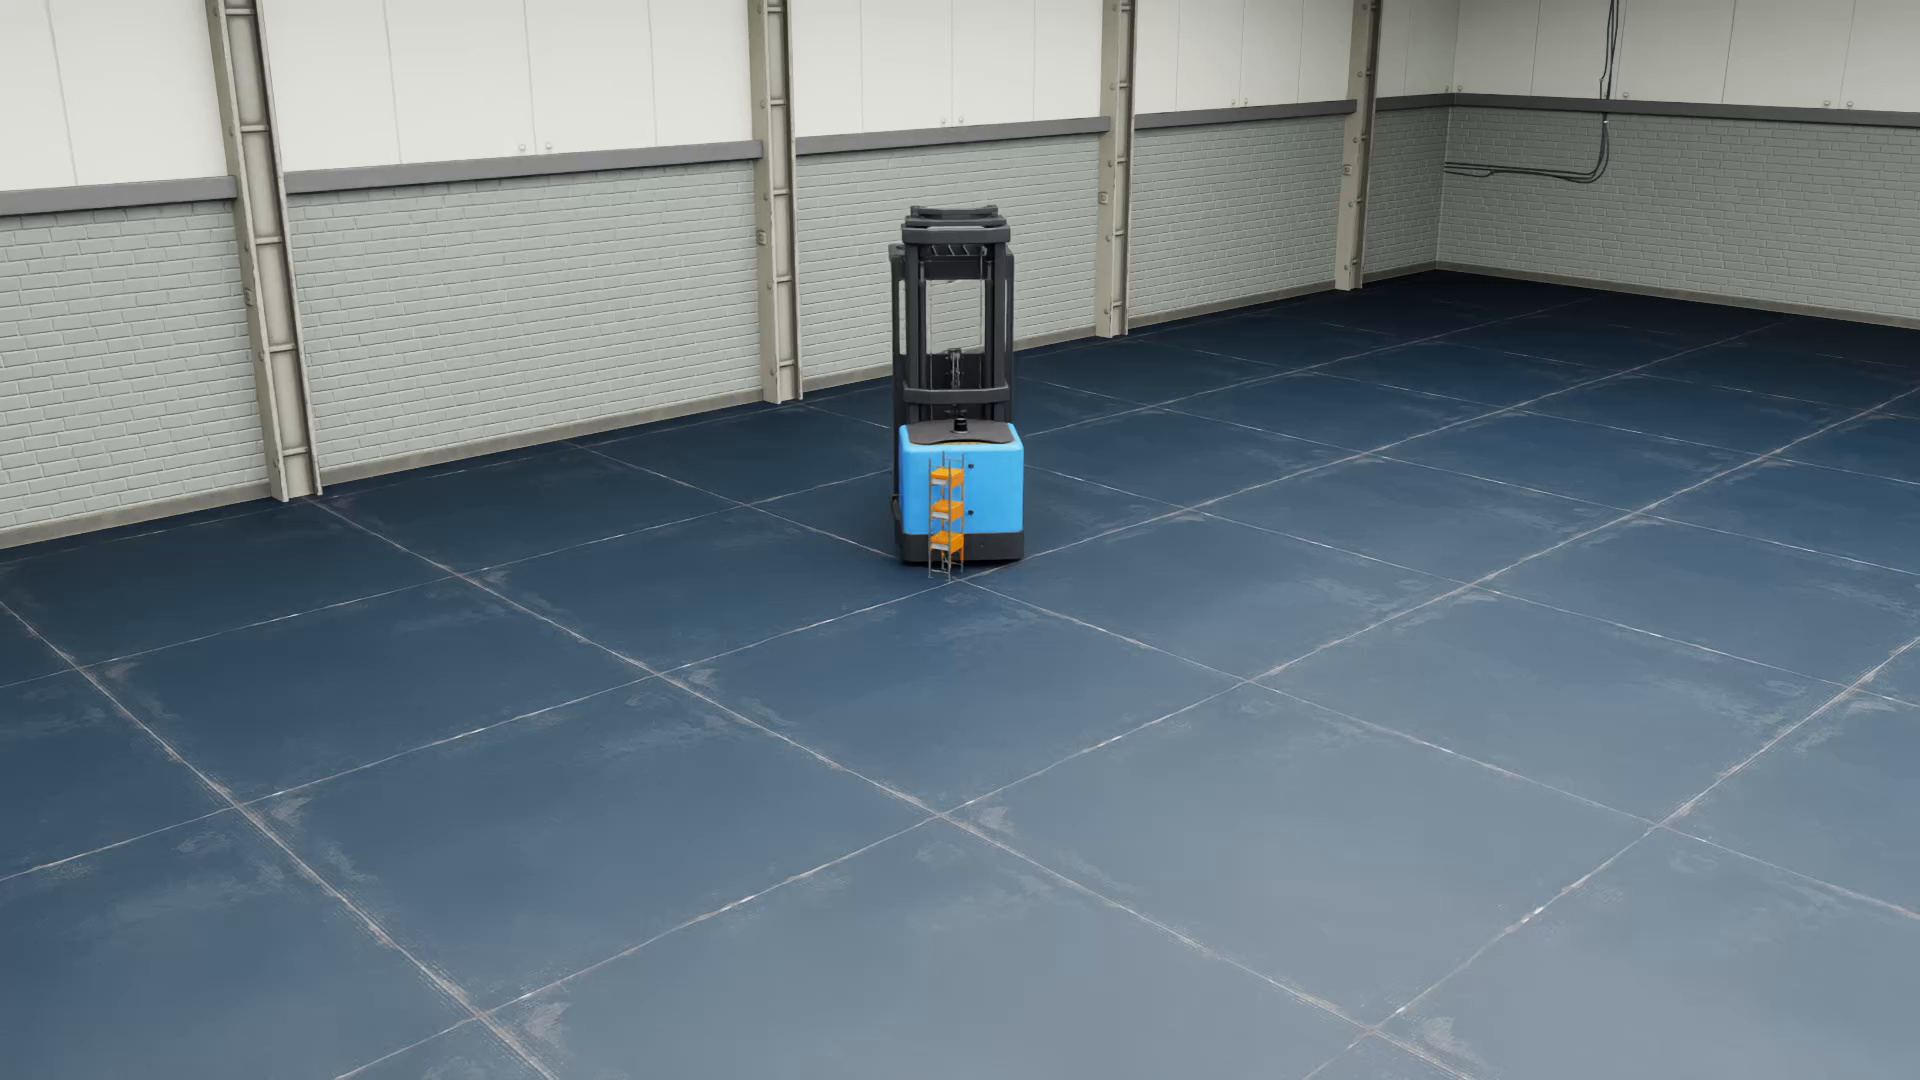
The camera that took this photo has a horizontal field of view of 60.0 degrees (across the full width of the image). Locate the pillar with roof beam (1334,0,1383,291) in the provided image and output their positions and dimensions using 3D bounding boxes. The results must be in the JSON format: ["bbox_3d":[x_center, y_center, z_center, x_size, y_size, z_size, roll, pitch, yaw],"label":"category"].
[{"bbox_3d":[9.514,-7.574,23.754,0.400,9.000,9.100,-16,24,-41],"label":"pillar with roof beam"}]

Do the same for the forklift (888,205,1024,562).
[{"bbox_3d":[-0.087,-1.617,15.219,1.130,2.935,3.031,-1,18,-4],"label":"forklift"}]

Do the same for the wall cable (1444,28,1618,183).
[{"bbox_3d":[9.606,-7.390,28.220,0.112,2.526,3.097,-16,24,-41],"label":"wall cable"}]

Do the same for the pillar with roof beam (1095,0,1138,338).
[{"bbox_3d":[5.155,-6.303,19.833,0.400,9.000,9.100,-16,24,-41],"label":"pillar with roof beam"}]

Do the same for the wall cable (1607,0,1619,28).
[{"bbox_3d":[11.464,-9.186,25.571,0.112,2.526,3.097,-16,24,-41],"label":"wall cable"}]

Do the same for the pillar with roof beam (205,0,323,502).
[{"bbox_3d":[-3.565,-3.760,11.990,0.400,9.000,9.100,-16,24,-41],"label":"pillar with roof beam"}]

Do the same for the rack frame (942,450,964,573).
[{"bbox_3d":[-0.061,-0.234,14.001,0.200,1.050,0.008,9,20,25],"label":"rack frame"}]

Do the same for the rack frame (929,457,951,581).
[{"bbox_3d":[-0.168,-0.167,13.793,0.200,1.050,0.008,9,20,25],"label":"rack frame"}]

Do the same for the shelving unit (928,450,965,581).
[{"bbox_3d":[-0.114,-0.200,13.897,0.215,1.050,0.252,9,20,25],"label":"shelving unit"}]

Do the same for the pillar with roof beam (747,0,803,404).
[{"bbox_3d":[0.795,-5.031,15.912,0.400,9.000,9.100,-16,24,-41],"label":"pillar with roof beam"}]

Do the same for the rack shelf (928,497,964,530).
[{"bbox_3d":[-0.115,-0.190,13.900,0.215,0.259,0.240,9,20,25],"label":"rack shelf"}]

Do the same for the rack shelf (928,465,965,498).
[{"bbox_3d":[-0.112,-0.460,13.811,0.215,0.259,0.240,9,20,25],"label":"rack shelf"}]

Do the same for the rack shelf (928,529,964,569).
[{"bbox_3d":[-0.117,0.074,13.987,0.215,0.259,0.240,9,20,25],"label":"rack shelf"}]
